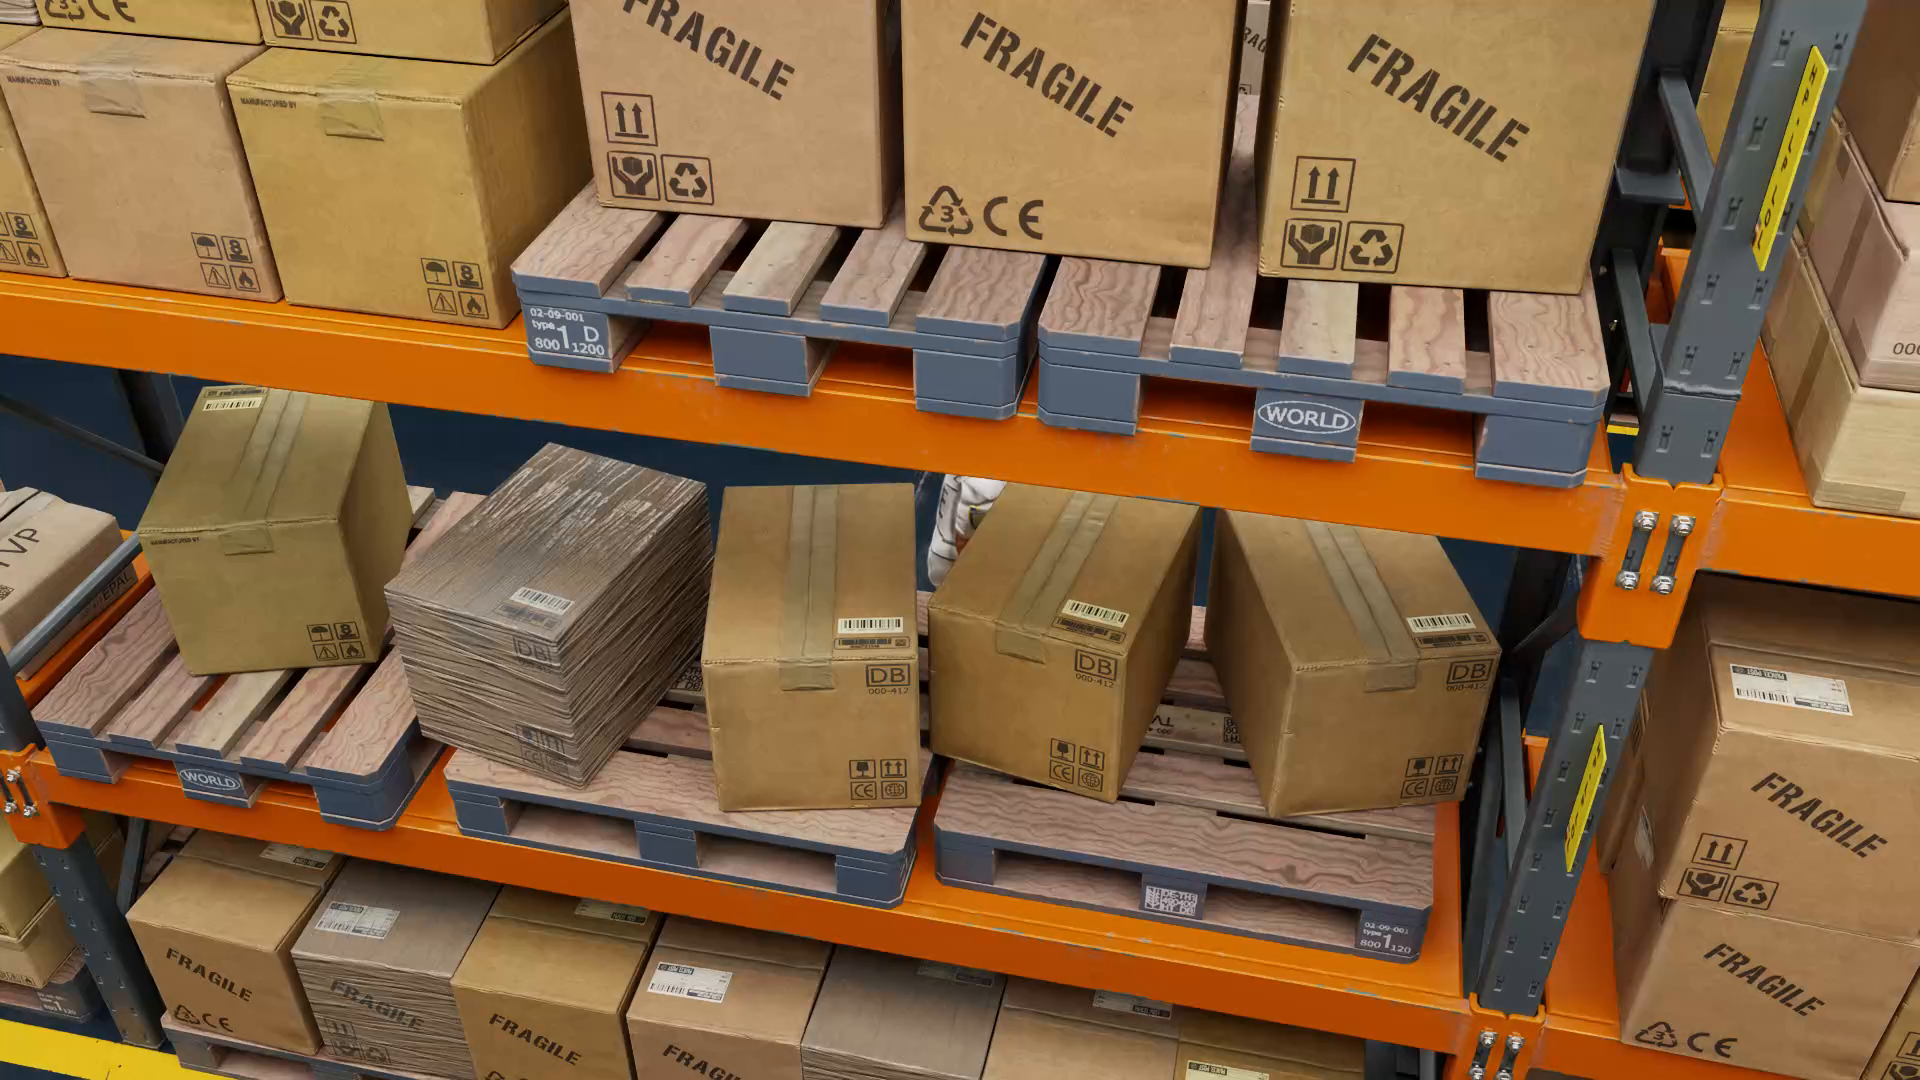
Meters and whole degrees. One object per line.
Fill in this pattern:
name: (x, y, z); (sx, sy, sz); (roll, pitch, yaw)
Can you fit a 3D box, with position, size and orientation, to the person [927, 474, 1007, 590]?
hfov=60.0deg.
person: (0.130, 0.114, 5.991); (0.465, 1.666, 0.538); (8, 38, 11)
